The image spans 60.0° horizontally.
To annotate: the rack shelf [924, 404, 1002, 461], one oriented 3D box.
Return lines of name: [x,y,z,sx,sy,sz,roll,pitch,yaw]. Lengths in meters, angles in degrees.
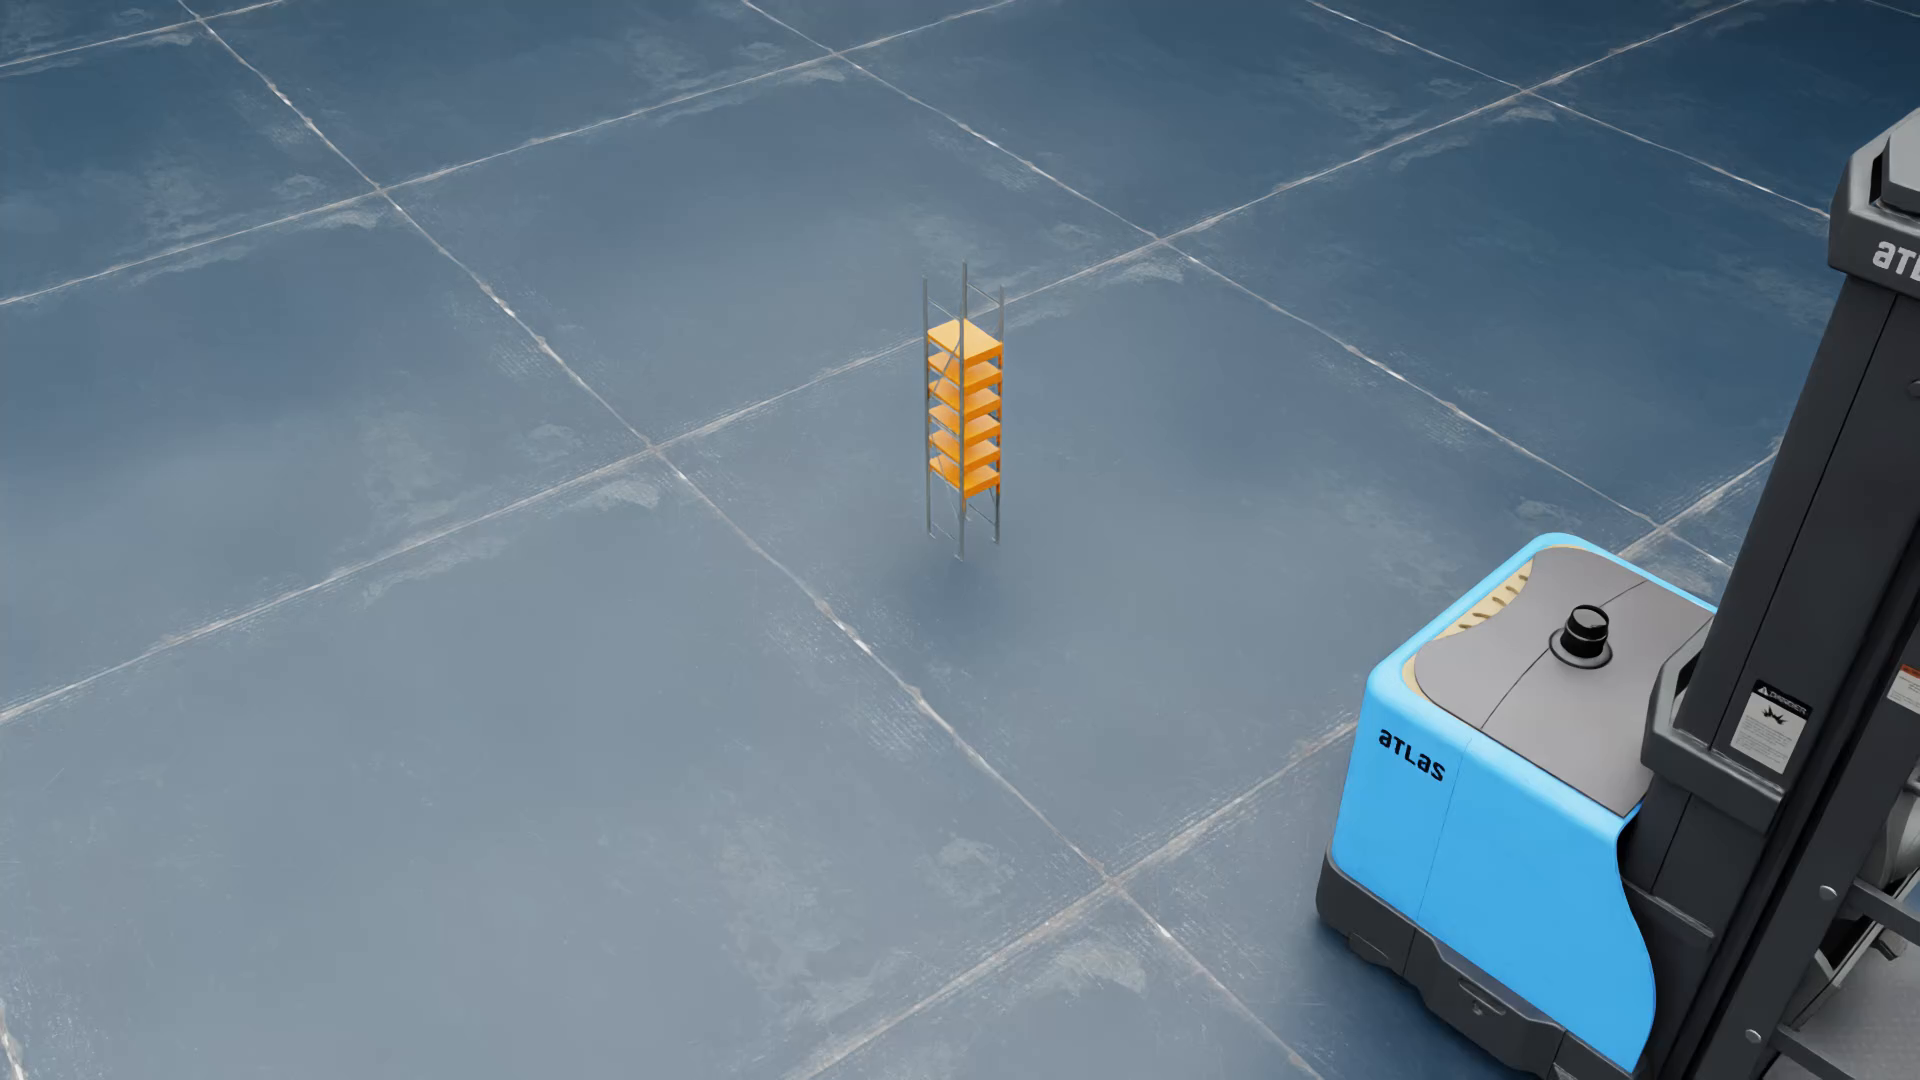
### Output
rack shelf: [0.011,-0.435,6.404,0.180,0.103,0.258,-26,46,-28]

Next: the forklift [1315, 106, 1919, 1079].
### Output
forklift: [2.499,0.537,3.784,1.130,2.935,3.031,-31,49,-32]

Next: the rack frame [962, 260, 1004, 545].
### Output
rack frame: [0.084,-0.505,6.419,0.006,1.200,0.240,-26,46,-28]

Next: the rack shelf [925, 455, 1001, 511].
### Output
rack shelf: [0.011,-0.250,6.557,0.180,0.103,0.258,-26,46,-28]

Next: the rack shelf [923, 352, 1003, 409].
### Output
rack shelf: [0.011,-0.621,6.252,0.180,0.103,0.258,-26,46,-28]

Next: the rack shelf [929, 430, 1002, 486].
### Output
rack shelf: [0.011,-0.342,6.481,0.180,0.103,0.258,-26,46,-28]

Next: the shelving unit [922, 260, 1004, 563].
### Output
shelving unit: [0.011,-0.469,6.376,0.189,1.200,0.258,-26,46,-28]

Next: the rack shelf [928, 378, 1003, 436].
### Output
rack shelf: [0.011,-0.528,6.328,0.180,0.103,0.258,-26,46,-28]

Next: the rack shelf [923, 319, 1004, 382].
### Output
rack shelf: [0.011,-0.713,6.176,0.180,0.103,0.258,-26,46,-28]

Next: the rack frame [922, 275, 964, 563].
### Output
rack frame: [-0.061,-0.434,6.333,0.006,1.200,0.240,-26,46,-28]
